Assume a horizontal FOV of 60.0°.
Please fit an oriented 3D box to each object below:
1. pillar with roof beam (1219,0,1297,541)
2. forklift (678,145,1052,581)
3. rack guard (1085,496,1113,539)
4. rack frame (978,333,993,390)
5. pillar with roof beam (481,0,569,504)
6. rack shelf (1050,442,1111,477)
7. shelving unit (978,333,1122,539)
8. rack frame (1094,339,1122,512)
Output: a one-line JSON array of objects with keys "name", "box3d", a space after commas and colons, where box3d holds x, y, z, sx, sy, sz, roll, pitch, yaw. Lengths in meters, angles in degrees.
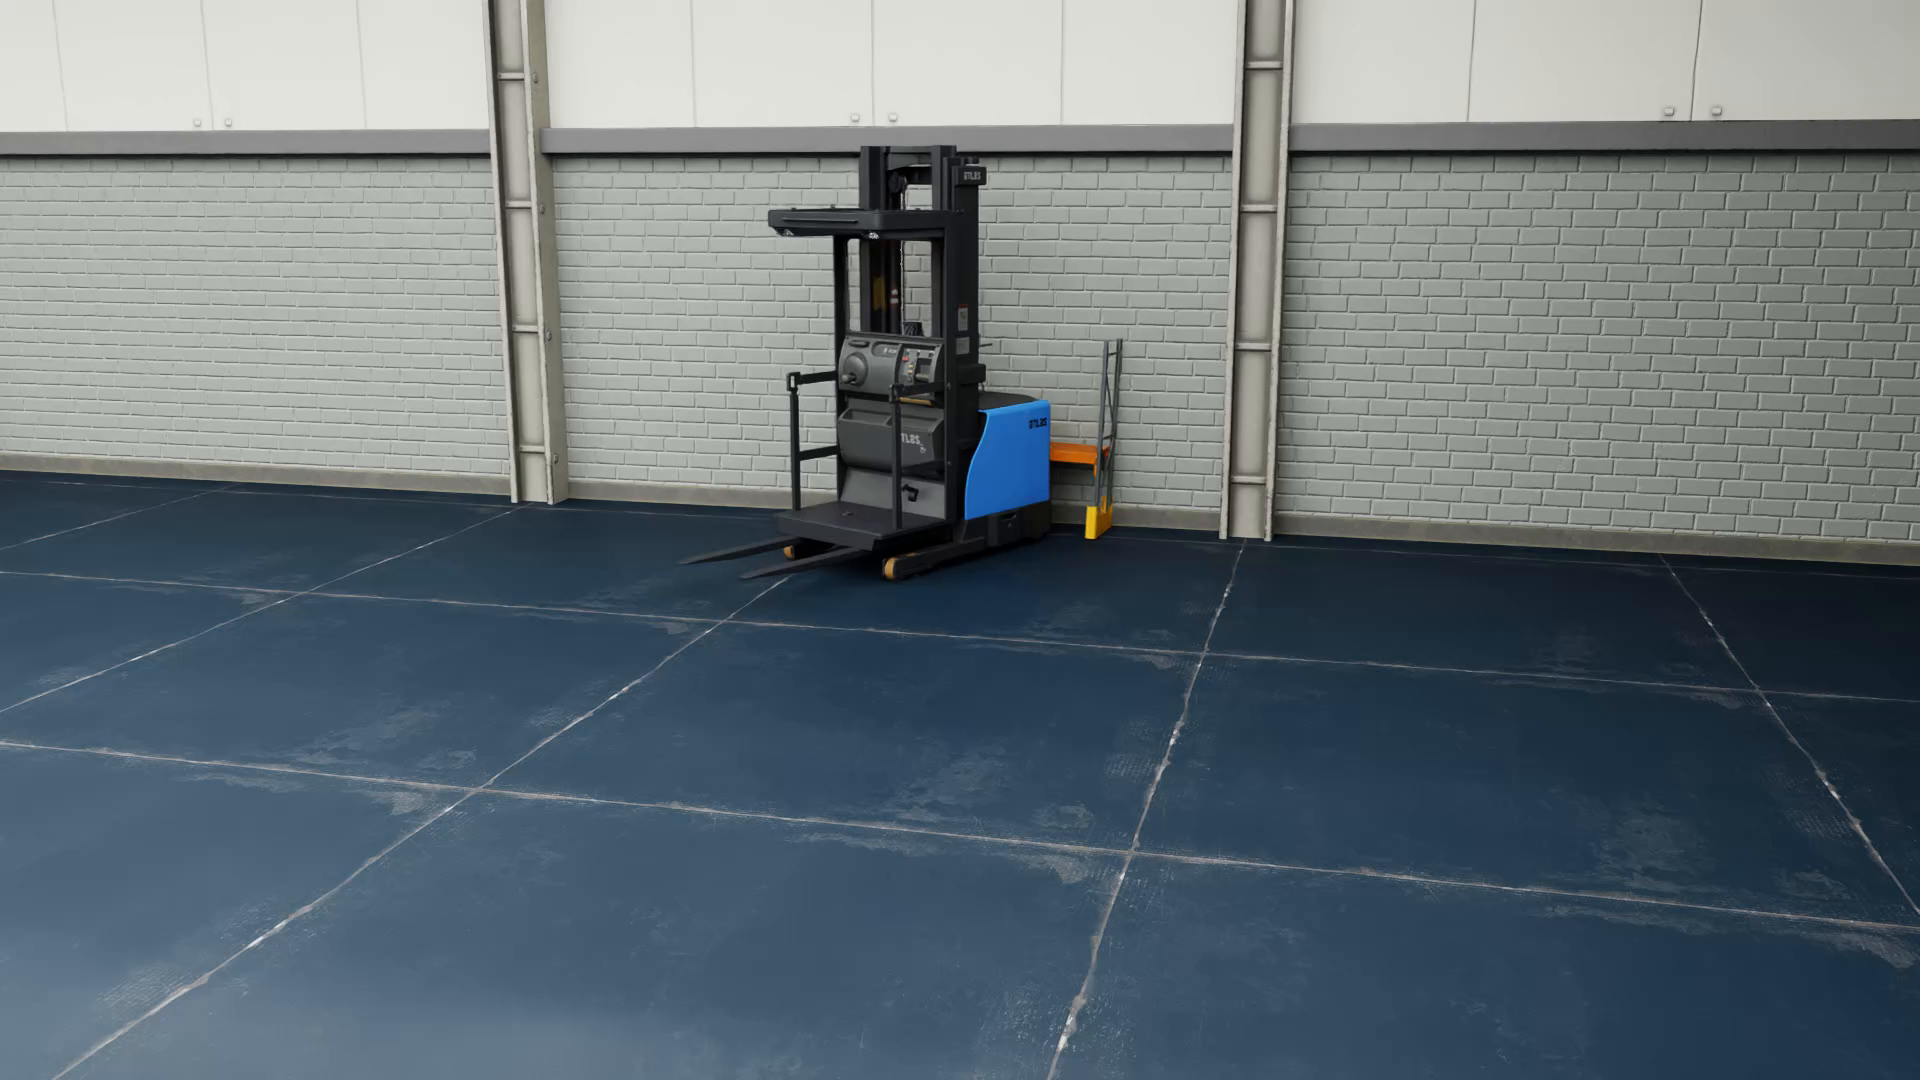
[{"name": "pillar with roof beam", "box3d": [1.191, -3.521, 7.830, 0.400, 9.000, 9.100, 3, 13, 14]}, {"name": "forklift", "box3d": [-0.637, -1.269, 11.685, 1.130, 2.935, 3.031, 10, 16, 39]}, {"name": "rack guard", "box3d": [1.086, -0.177, 12.956, 0.087, 0.250, 0.587, 6, 11, 17]}, {"name": "rack frame", "box3d": [0.168, -0.892, 13.136, 0.032, 1.500, 0.500, 6, 11, 17]}, {"name": "pillar with roof beam", "box3d": [-4.634, -3.833, 9.233, 0.400, 9.000, 9.100, 3, 13, 14]}, {"name": "rack shelf", "box3d": [0.642, -0.664, 13.020, 1.000, 0.185, 0.538, 6, 11, 17]}, {"name": "shelving unit", "box3d": [0.642, -0.842, 12.990, 1.083, 1.500, 0.587, 6, 11, 17]}, {"name": "rack frame", "box3d": [1.134, -0.790, 12.838, 0.032, 1.500, 0.500, 6, 11, 17]}]
